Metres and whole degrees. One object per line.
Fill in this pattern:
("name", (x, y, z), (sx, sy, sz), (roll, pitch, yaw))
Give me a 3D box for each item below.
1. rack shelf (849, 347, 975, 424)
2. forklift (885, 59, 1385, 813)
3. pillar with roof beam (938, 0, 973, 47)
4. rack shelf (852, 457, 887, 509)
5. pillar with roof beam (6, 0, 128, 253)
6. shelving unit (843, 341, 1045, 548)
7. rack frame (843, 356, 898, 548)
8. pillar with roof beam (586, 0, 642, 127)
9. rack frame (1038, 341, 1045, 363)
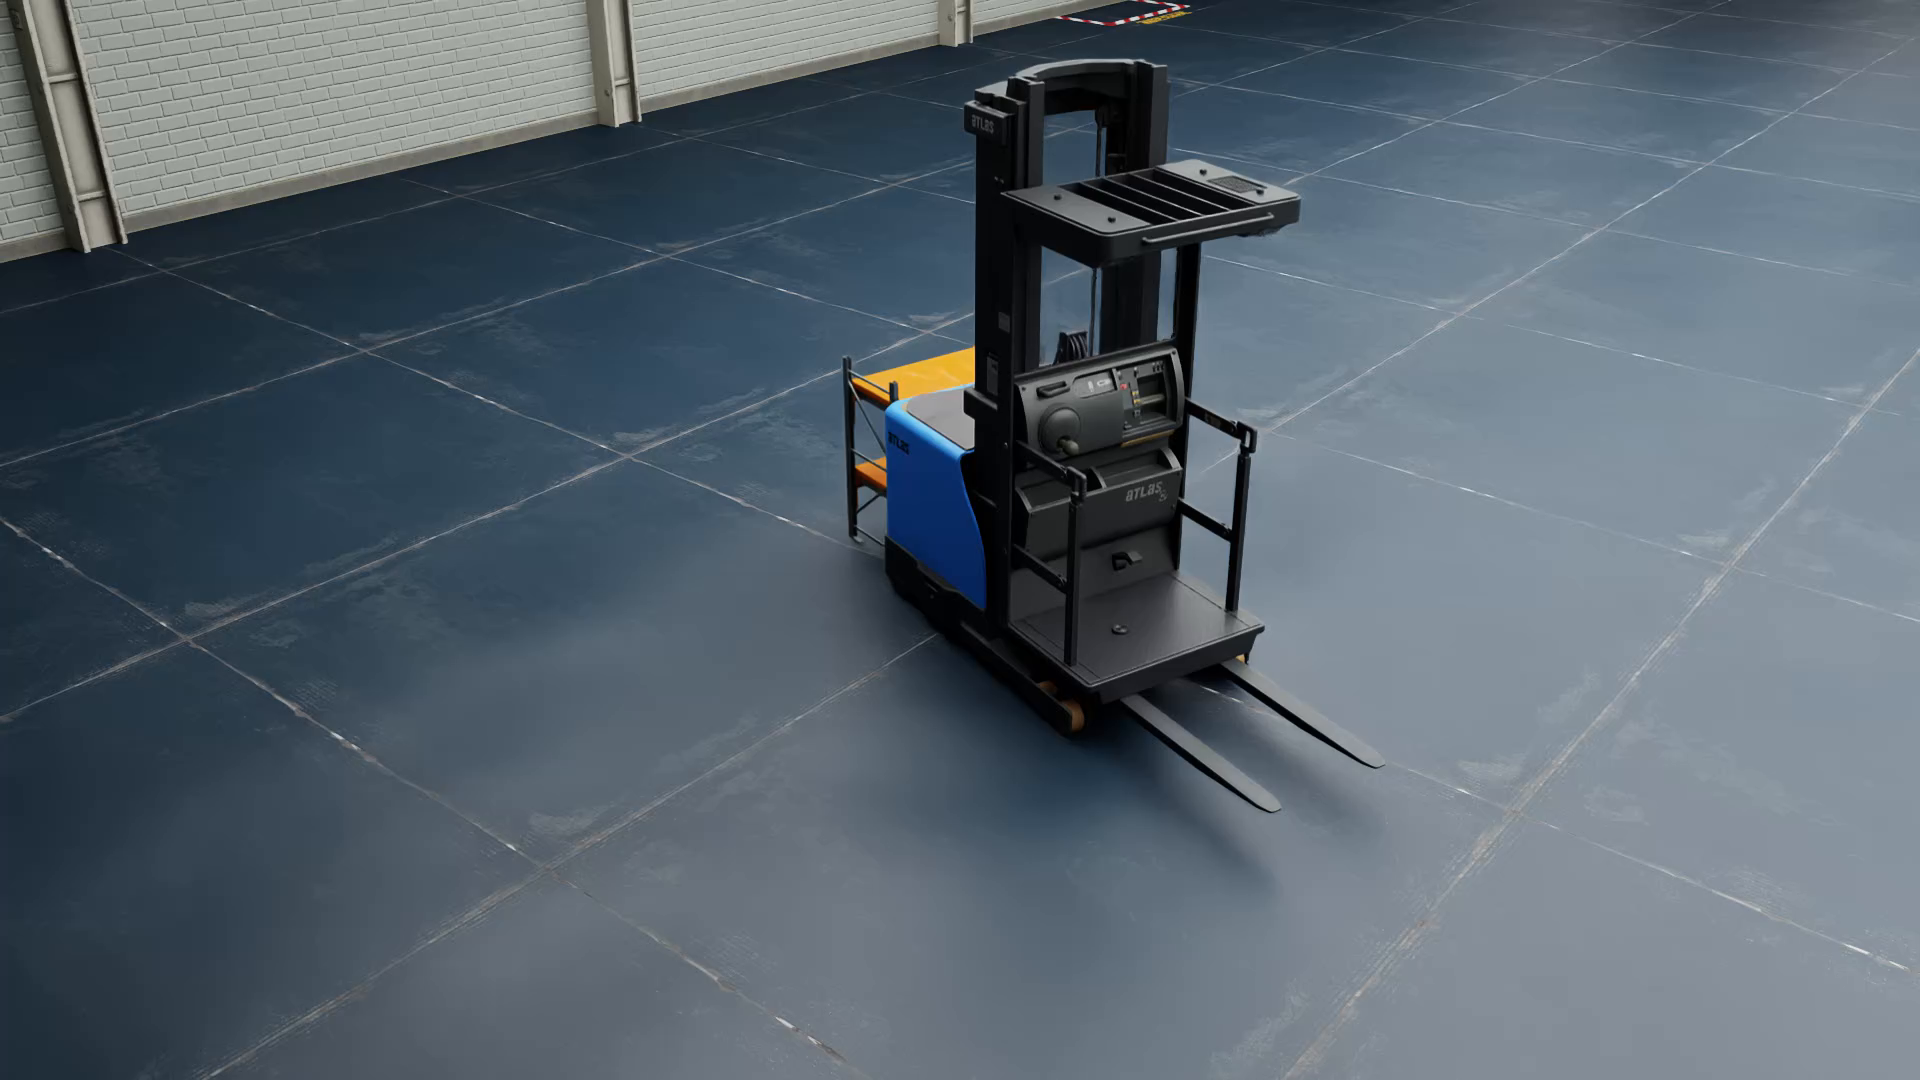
("rack shelf", (-0.085, -0.834, 9.502), (1.000, 0.278, 0.538), (-19, 33, -32))
("forklift", (0.795, -0.621, 7.760), (1.130, 2.935, 3.031), (-16, 31, -28))
("pillar with roof beam", (3.260, -9.634, 18.578), (9.100, 9.000, 0.400), (21, 34, 34))
("rack shelf", (-0.085, -0.357, 9.749), (1.000, 0.278, 0.538), (-19, 33, -32))
("pillar with roof beam", (-4.373, -5.379, 10.354), (9.100, 9.000, 0.400), (21, 34, 34))
("shelving unit", (-0.085, -0.574, 9.636), (1.048, 1.125, 0.538), (-19, 33, -32))
("rack frame", (-0.493, -0.435, 9.367), (0.032, 1.125, 0.500), (-19, 33, -32))
("pillar with roof beam", (-0.557, -7.506, 14.466), (9.100, 9.000, 0.400), (21, 34, 34))
("rack frame", (0.323, -0.714, 9.906), (0.032, 1.125, 0.500), (-19, 33, -32))
